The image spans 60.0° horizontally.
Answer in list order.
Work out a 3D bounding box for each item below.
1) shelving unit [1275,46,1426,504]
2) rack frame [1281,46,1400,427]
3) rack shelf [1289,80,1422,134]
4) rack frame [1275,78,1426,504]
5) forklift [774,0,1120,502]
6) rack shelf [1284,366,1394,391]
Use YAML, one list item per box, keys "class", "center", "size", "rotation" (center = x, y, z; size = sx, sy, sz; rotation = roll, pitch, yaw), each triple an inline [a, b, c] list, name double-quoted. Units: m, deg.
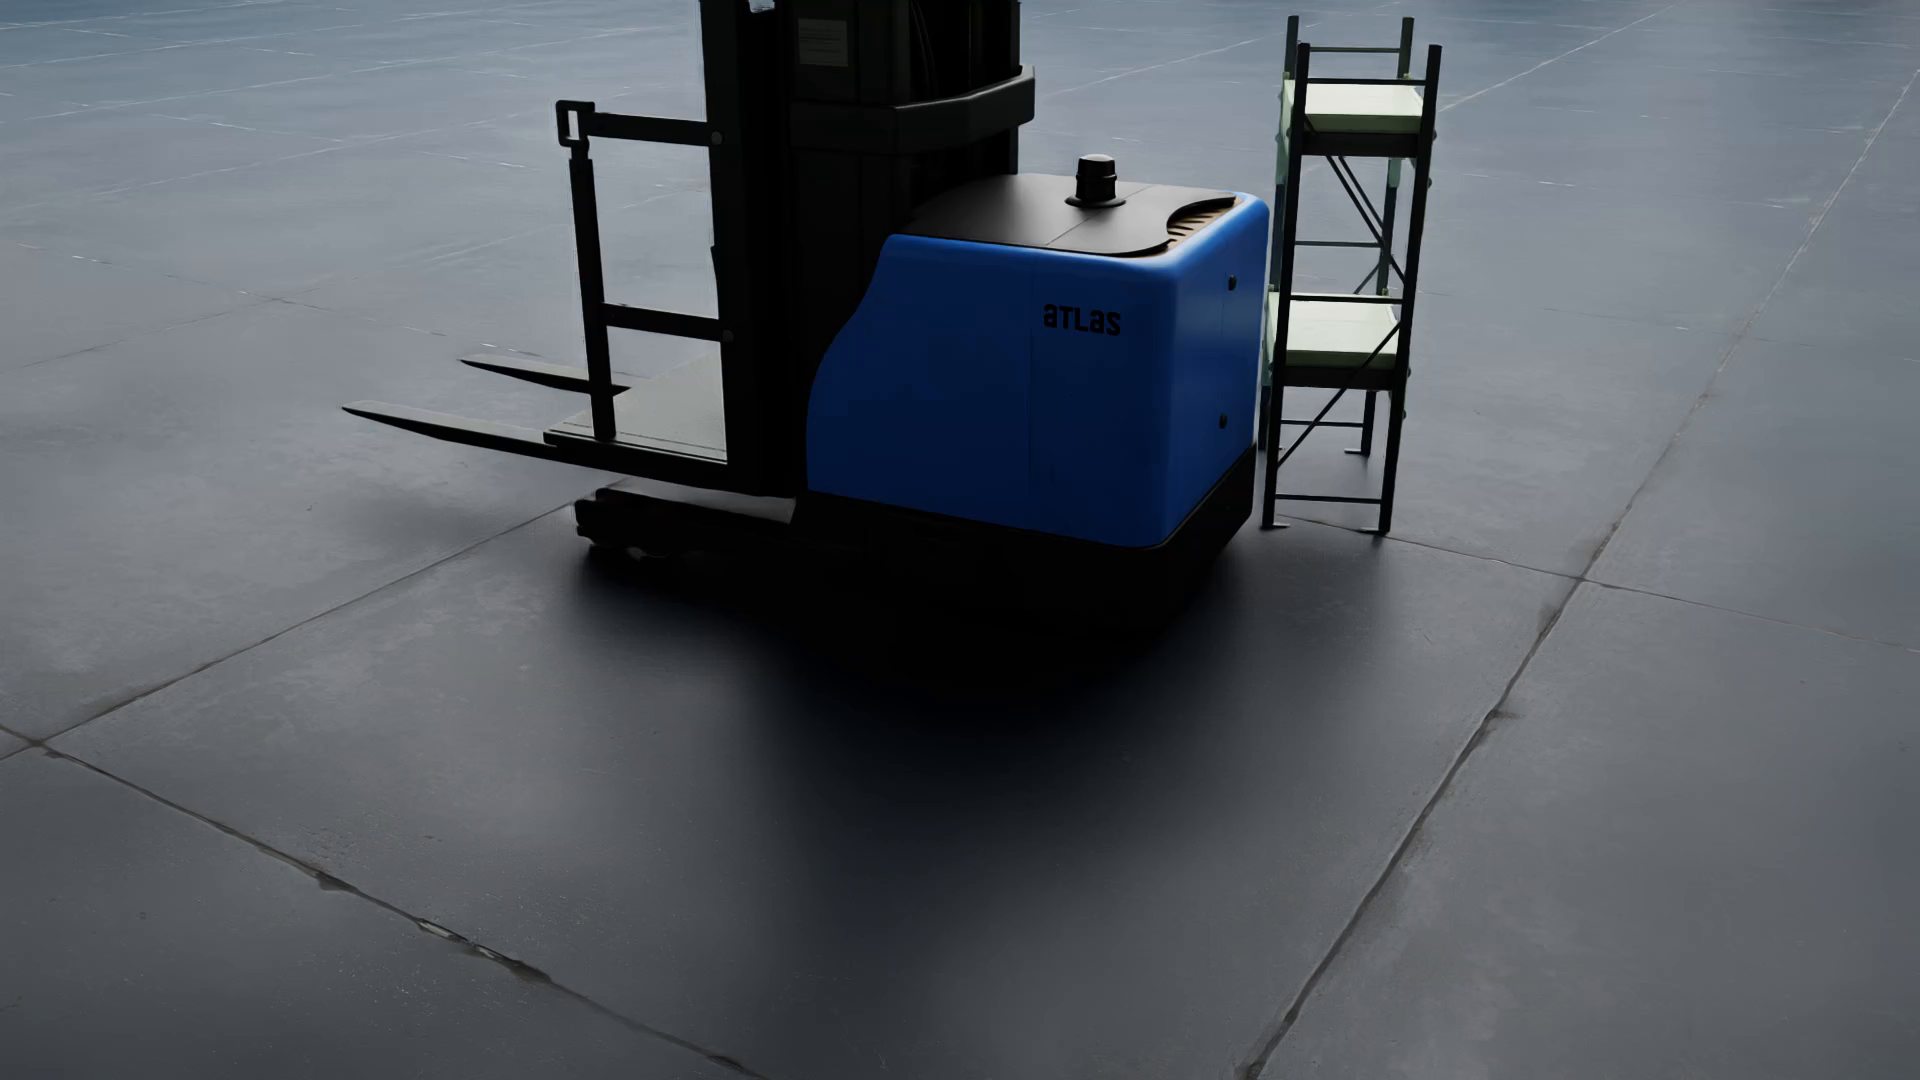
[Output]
- class: "shelving unit"
  center: [1.222, -0.868, 5.365]
  size: [0.380, 1.308, 0.742]
  rotation: [3, 24, 8]
- class: "rack frame"
  center: [1.273, -1.012, 5.698]
  size: [0.380, 1.308, 0.010]
  rotation: [3, 24, 8]
- class: "rack shelf"
  center: [1.218, -1.349, 5.158]
  size: [0.368, 0.052, 0.686]
  rotation: [3, 24, 8]
- class: "rack frame"
  center: [1.170, -0.724, 5.033]
  size: [0.380, 1.308, 0.010]
  rotation: [3, 24, 8]
- class: "forklift"
  center: [-0.627, -1.467, 4.950]
  size: [3.031, 2.935, 1.109]
  rotation: [11, 26, 23]
- class: "rack shelf"
  center: [1.221, -0.634, 5.466]
  size: [0.332, 0.071, 0.664]
  rotation: [3, 24, 8]
